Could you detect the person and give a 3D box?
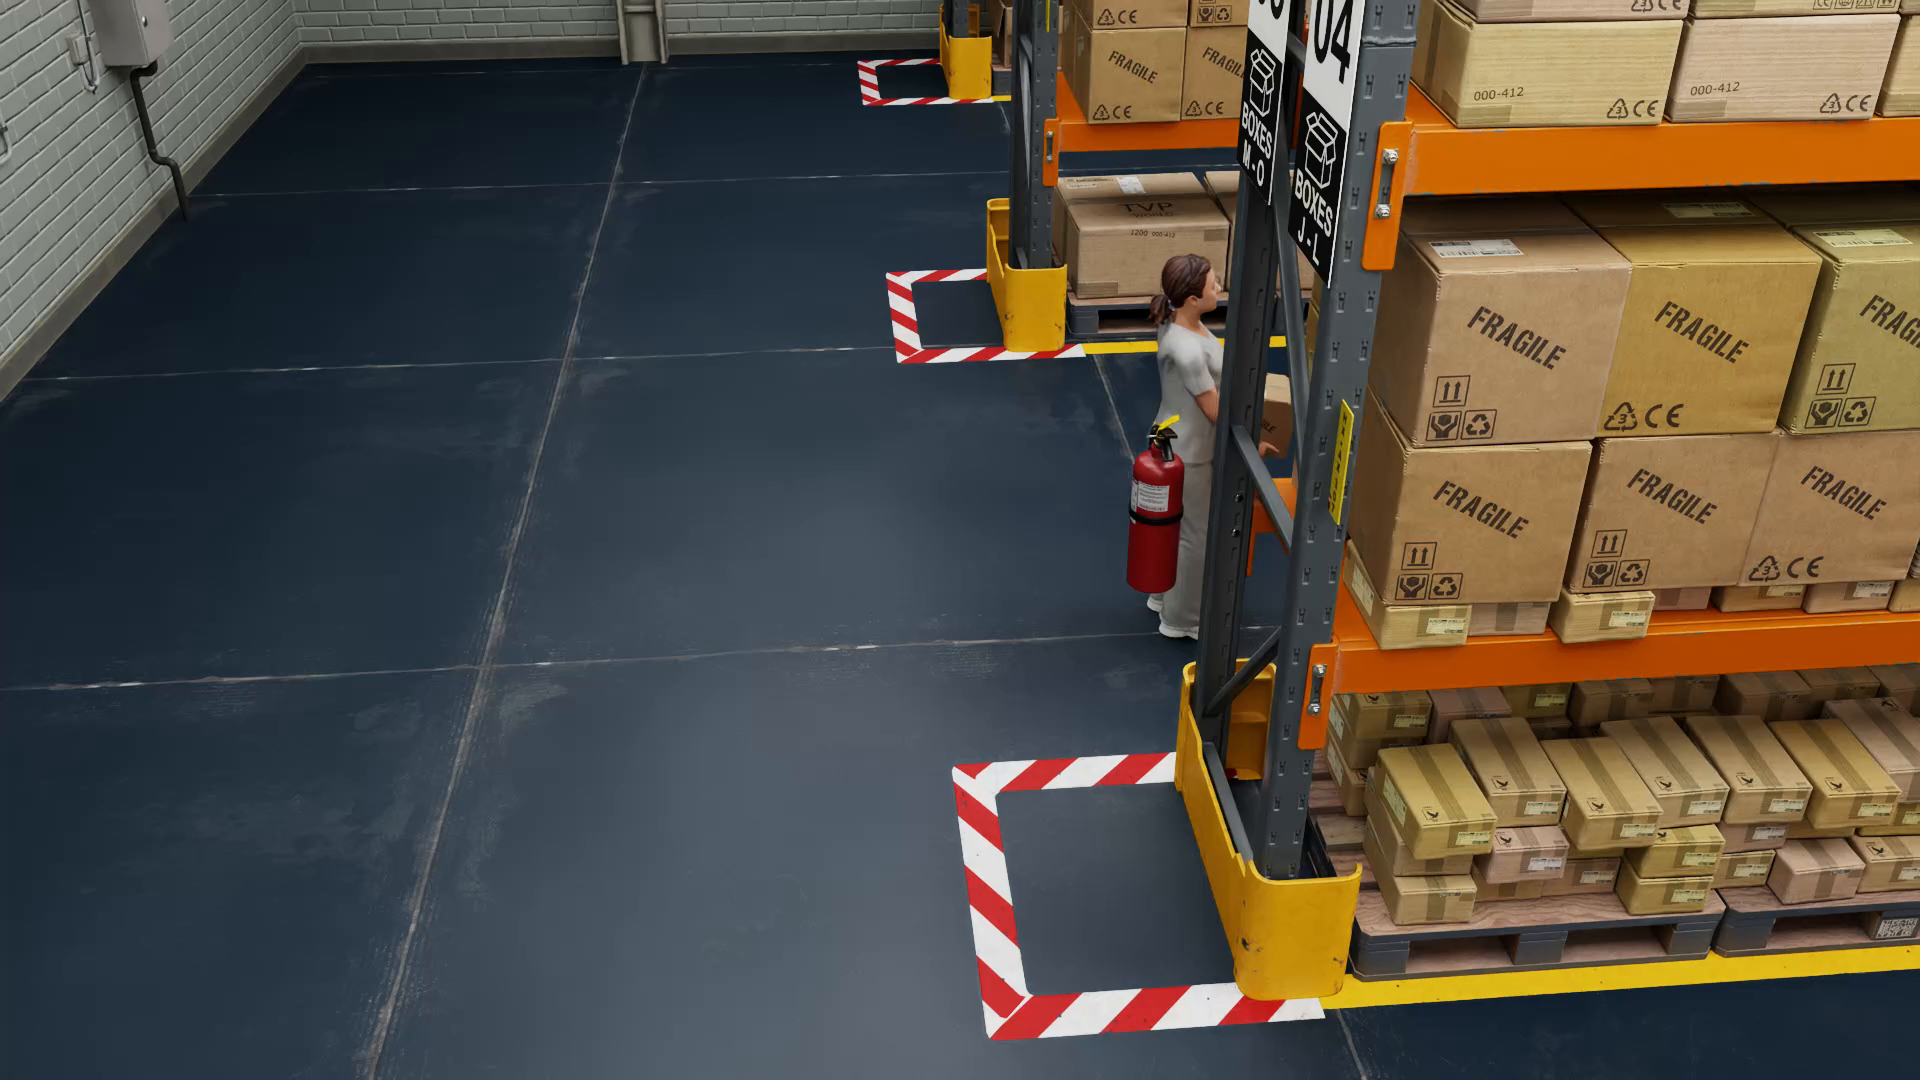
[{"bbox_3d":[0.995,-0.362,6.744,0.548,1.667,0.434,2,31,3],"label":"person"}]
